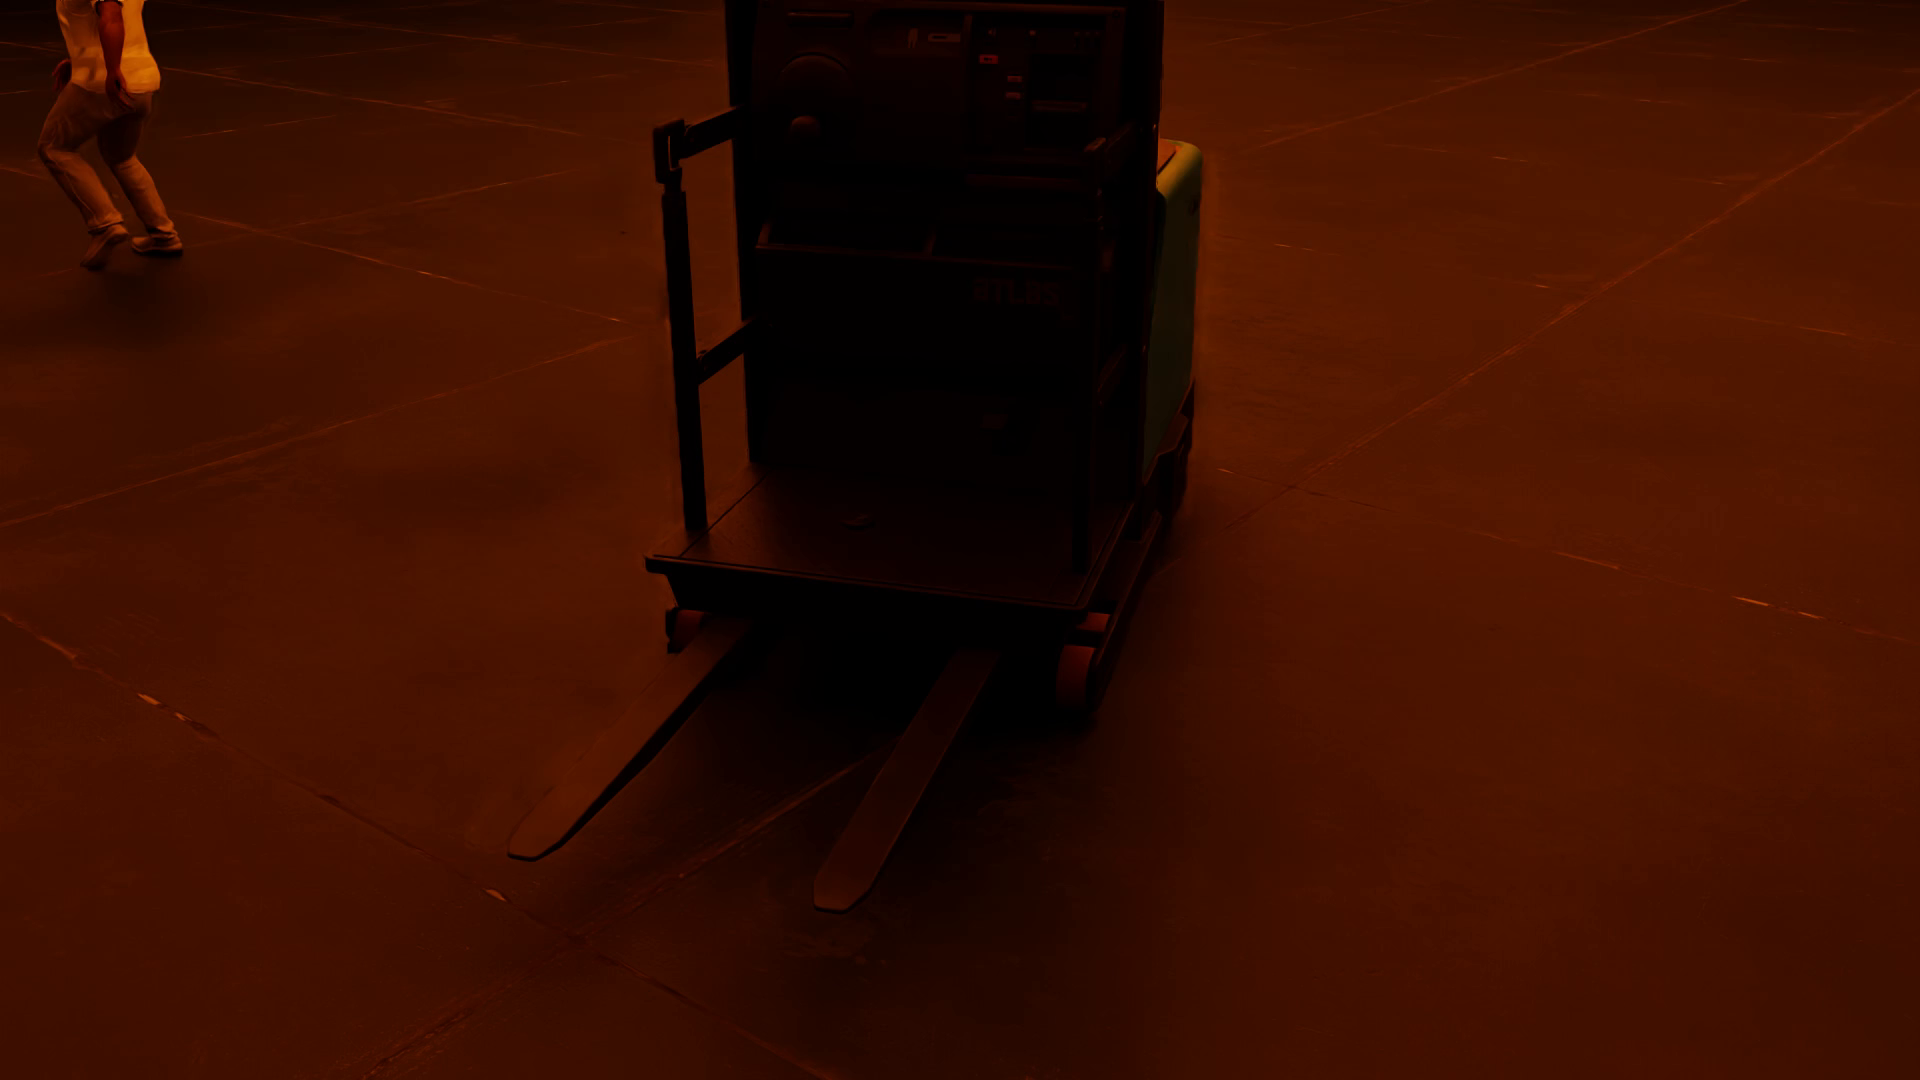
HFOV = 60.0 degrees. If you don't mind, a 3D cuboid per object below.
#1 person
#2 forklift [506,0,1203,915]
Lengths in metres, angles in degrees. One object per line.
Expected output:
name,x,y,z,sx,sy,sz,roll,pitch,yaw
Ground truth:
person,-4.063,-2.161,7.913,0.753,1.714,0.753,4,24,9
forklift,-0.118,-1.098,3.861,1.130,2.935,3.031,6,24,14
